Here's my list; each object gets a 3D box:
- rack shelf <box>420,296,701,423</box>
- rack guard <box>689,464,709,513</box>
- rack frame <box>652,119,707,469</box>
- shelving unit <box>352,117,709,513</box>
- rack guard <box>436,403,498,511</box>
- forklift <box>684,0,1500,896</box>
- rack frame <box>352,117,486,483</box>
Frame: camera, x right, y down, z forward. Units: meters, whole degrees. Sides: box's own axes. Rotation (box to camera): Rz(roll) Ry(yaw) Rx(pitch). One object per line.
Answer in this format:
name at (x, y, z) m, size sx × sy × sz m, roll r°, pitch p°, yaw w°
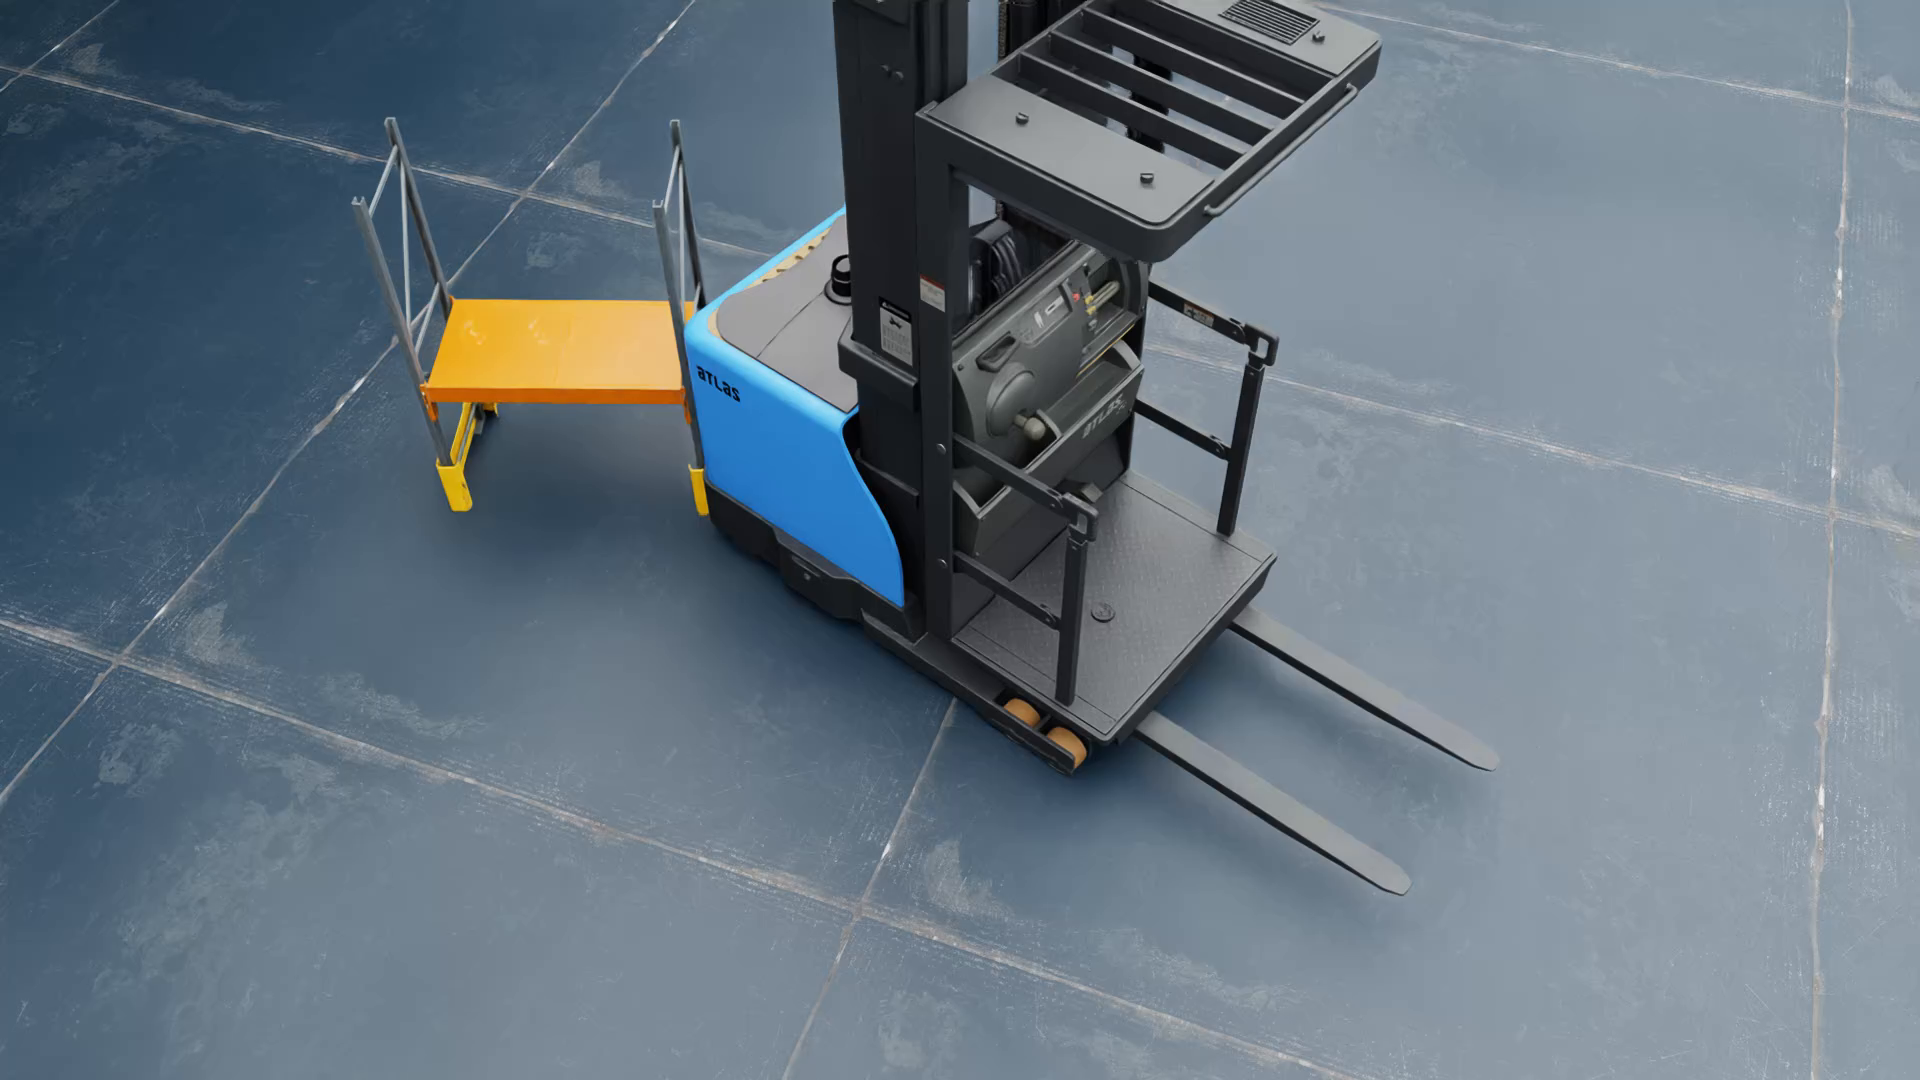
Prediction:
rack shelf at (-1.527, -0.707, 6.475) m, size 1.000 × 0.185 × 0.538 m, roll 1°, pitch 49°, yaw 0°
rack guard at (-1.020, -0.411, 6.807) m, size 0.087 × 0.250 × 0.587 m, roll 1°, pitch 49°, yaw 0°
rack frame at (-1.019, -0.820, 6.335) m, size 0.032 × 1.500 × 0.500 m, roll 1°, pitch 49°, yaw 0°
shelving unit at (-1.518, -0.825, 6.339) m, size 1.083 × 1.500 × 0.587 m, roll 1°, pitch 49°, yaw 0°
rack guard at (-2.016, -0.420, 6.815) m, size 0.087 × 0.250 × 0.587 m, roll 1°, pitch 49°, yaw 0°
forklift at (0.464, -0.593, 5.191) m, size 3.031 × 2.935 × 1.130 m, roll 32°, pitch 56°, yaw 25°
rack frame at (-2.035, -0.830, 6.343) m, size 0.032 × 1.500 × 0.500 m, roll 1°, pitch 49°, yaw 0°
